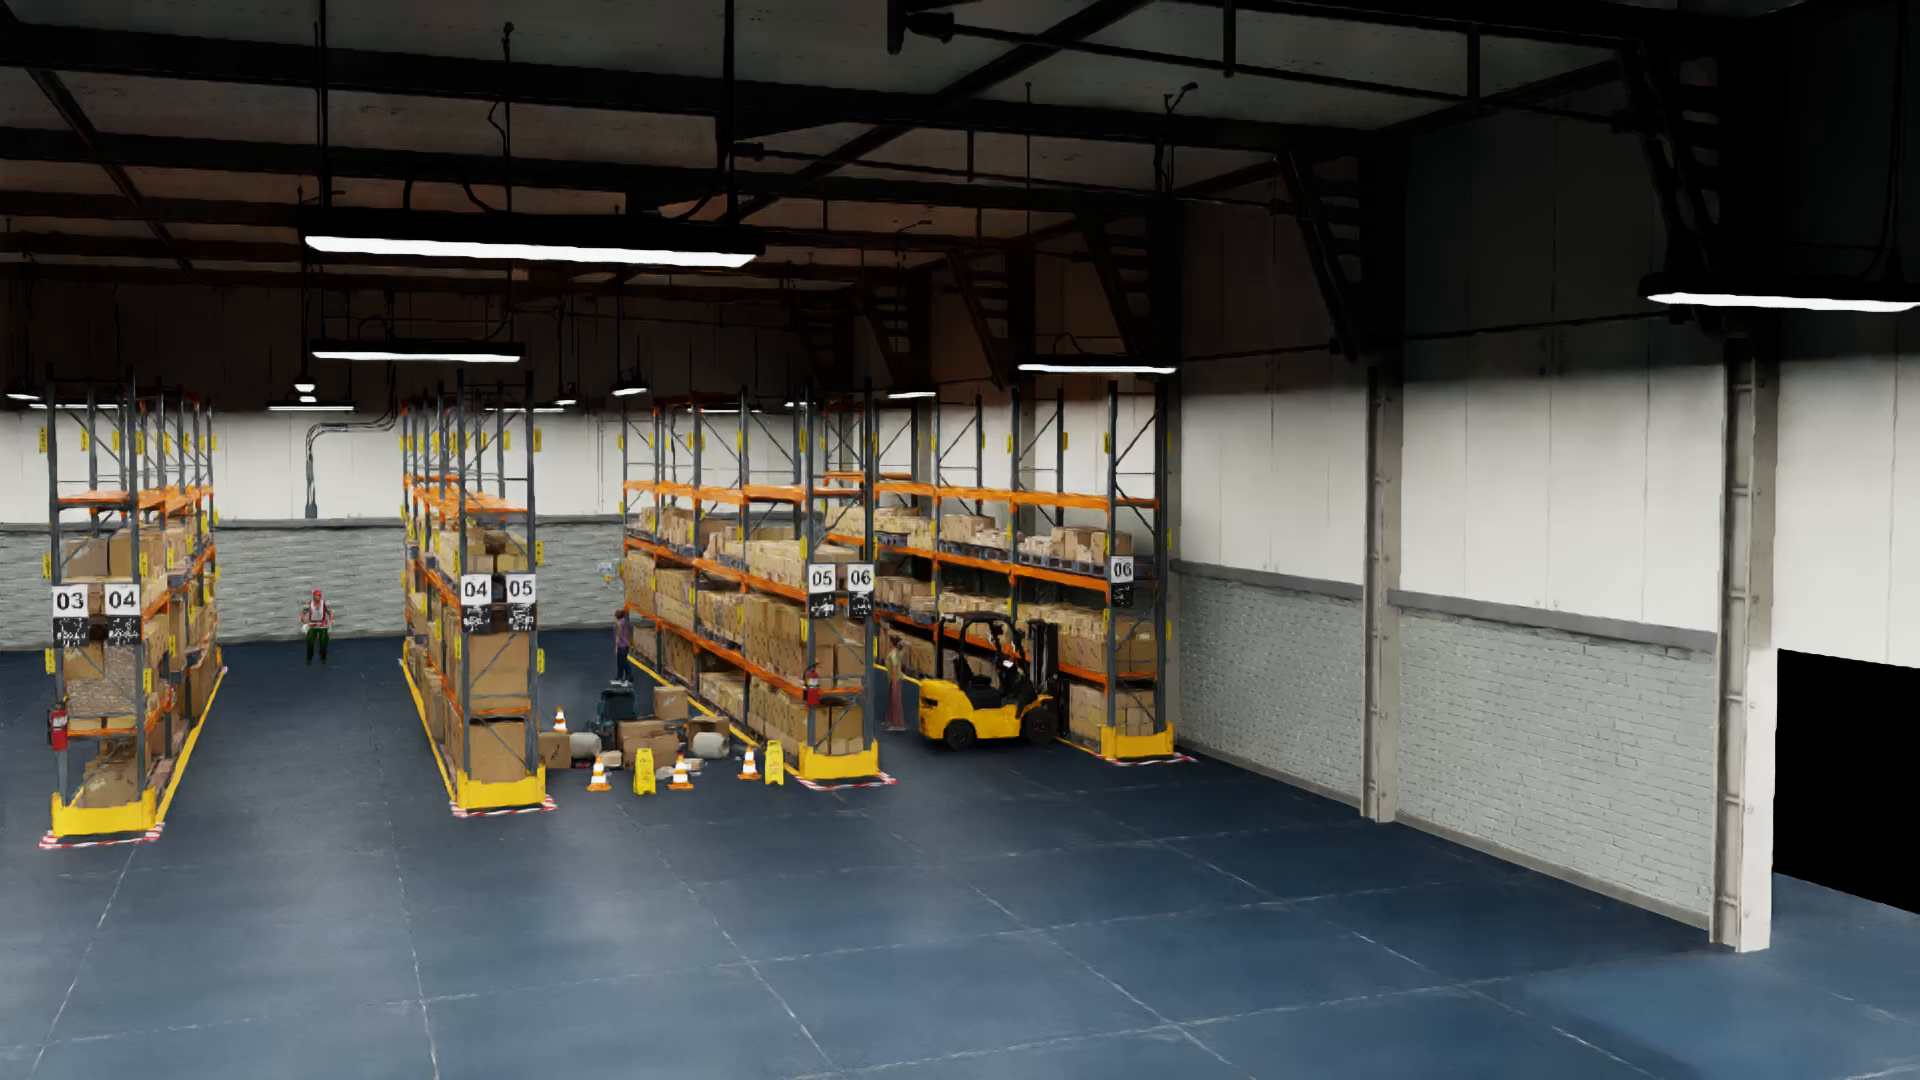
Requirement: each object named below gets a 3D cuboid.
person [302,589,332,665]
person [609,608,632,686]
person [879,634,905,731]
[{"bbox_3d":[-14.429,1.958,37.342,0.639,1.742,0.547,-1,4,-22],"label":"person"},{"bbox_3d":[-6.999,2.190,34.249,0.512,1.588,0.540,0,3,-1],"label":"person"},{"bbox_3d":[-1.183,2.462,28.909,0.480,1.674,0.492,0,3,8],"label":"person"}]
